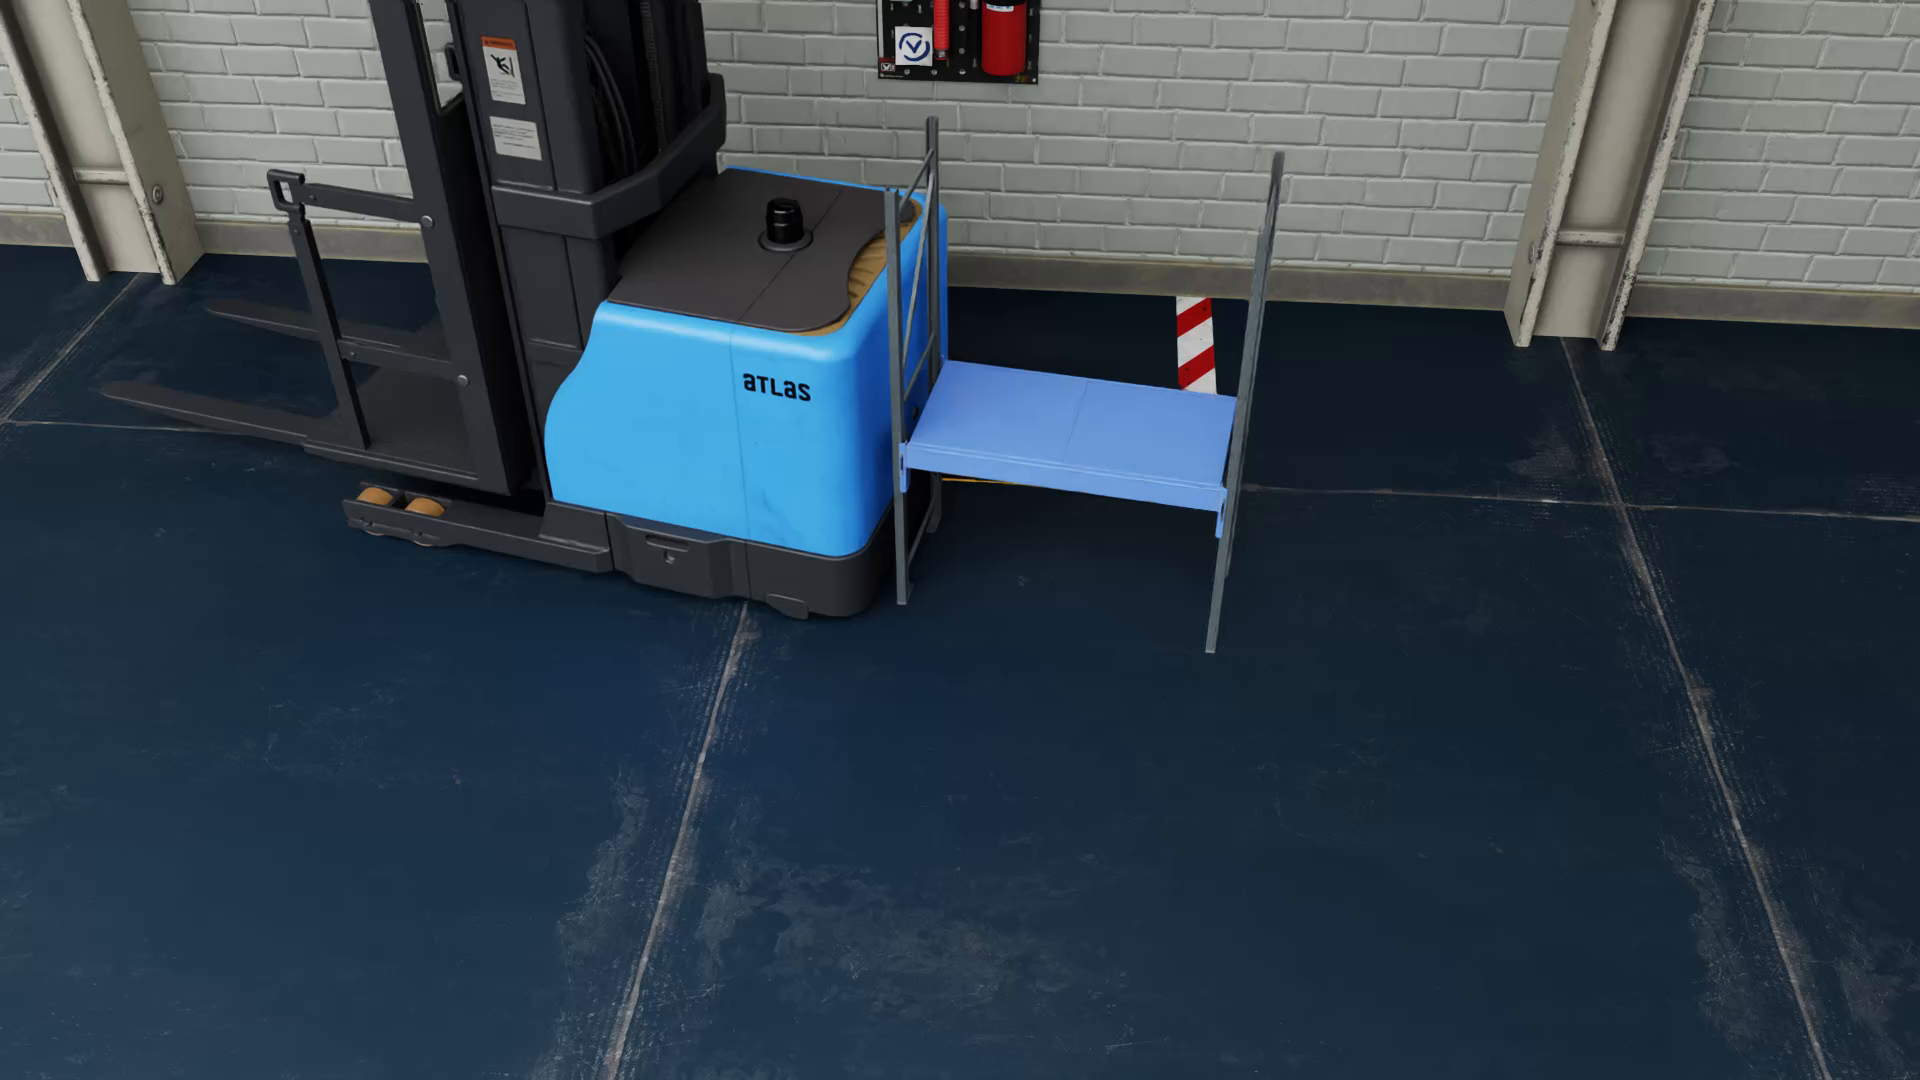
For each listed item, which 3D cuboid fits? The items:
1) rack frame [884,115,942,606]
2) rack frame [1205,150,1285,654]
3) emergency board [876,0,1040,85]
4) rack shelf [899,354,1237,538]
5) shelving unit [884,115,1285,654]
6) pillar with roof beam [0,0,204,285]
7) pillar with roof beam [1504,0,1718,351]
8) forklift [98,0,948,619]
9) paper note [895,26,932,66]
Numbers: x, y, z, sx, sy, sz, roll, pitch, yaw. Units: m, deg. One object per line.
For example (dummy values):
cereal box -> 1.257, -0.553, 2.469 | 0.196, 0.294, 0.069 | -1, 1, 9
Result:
rack frame -> -0.135, -0.520, 5.201 | 0.032, 1.500, 0.500 | 8, 40, 10
rack frame -> 0.854, -0.373, 5.020 | 0.032, 1.500, 0.500 | 8, 40, 10
emergency board -> -0.008, -2.191, 6.066 | 0.643, 1.169, 0.194 | 3, 39, 4
rack shelf -> 0.359, -0.307, 5.224 | 1.000, 0.185, 0.538 | 8, 40, 10
shelving unit -> 0.359, -0.446, 5.110 | 1.048, 1.500, 0.538 | 8, 40, 10
pillar with roof beam -> -3.898, -1.979, 1.052 | 0.400, 9.000, 9.100 | 3, 39, 4
pillar with roof beam -> 2.080, -1.652, 0.651 | 0.400, 9.000, 9.100 | 3, 39, 4
forklift -> -1.603, -1.420, 5.172 | 3.031, 2.935, 1.130 | 11, 40, 13
paper note -> -0.178, -1.903, 6.409 | 0.142, 0.148, 0.016 | 3, 39, 4
